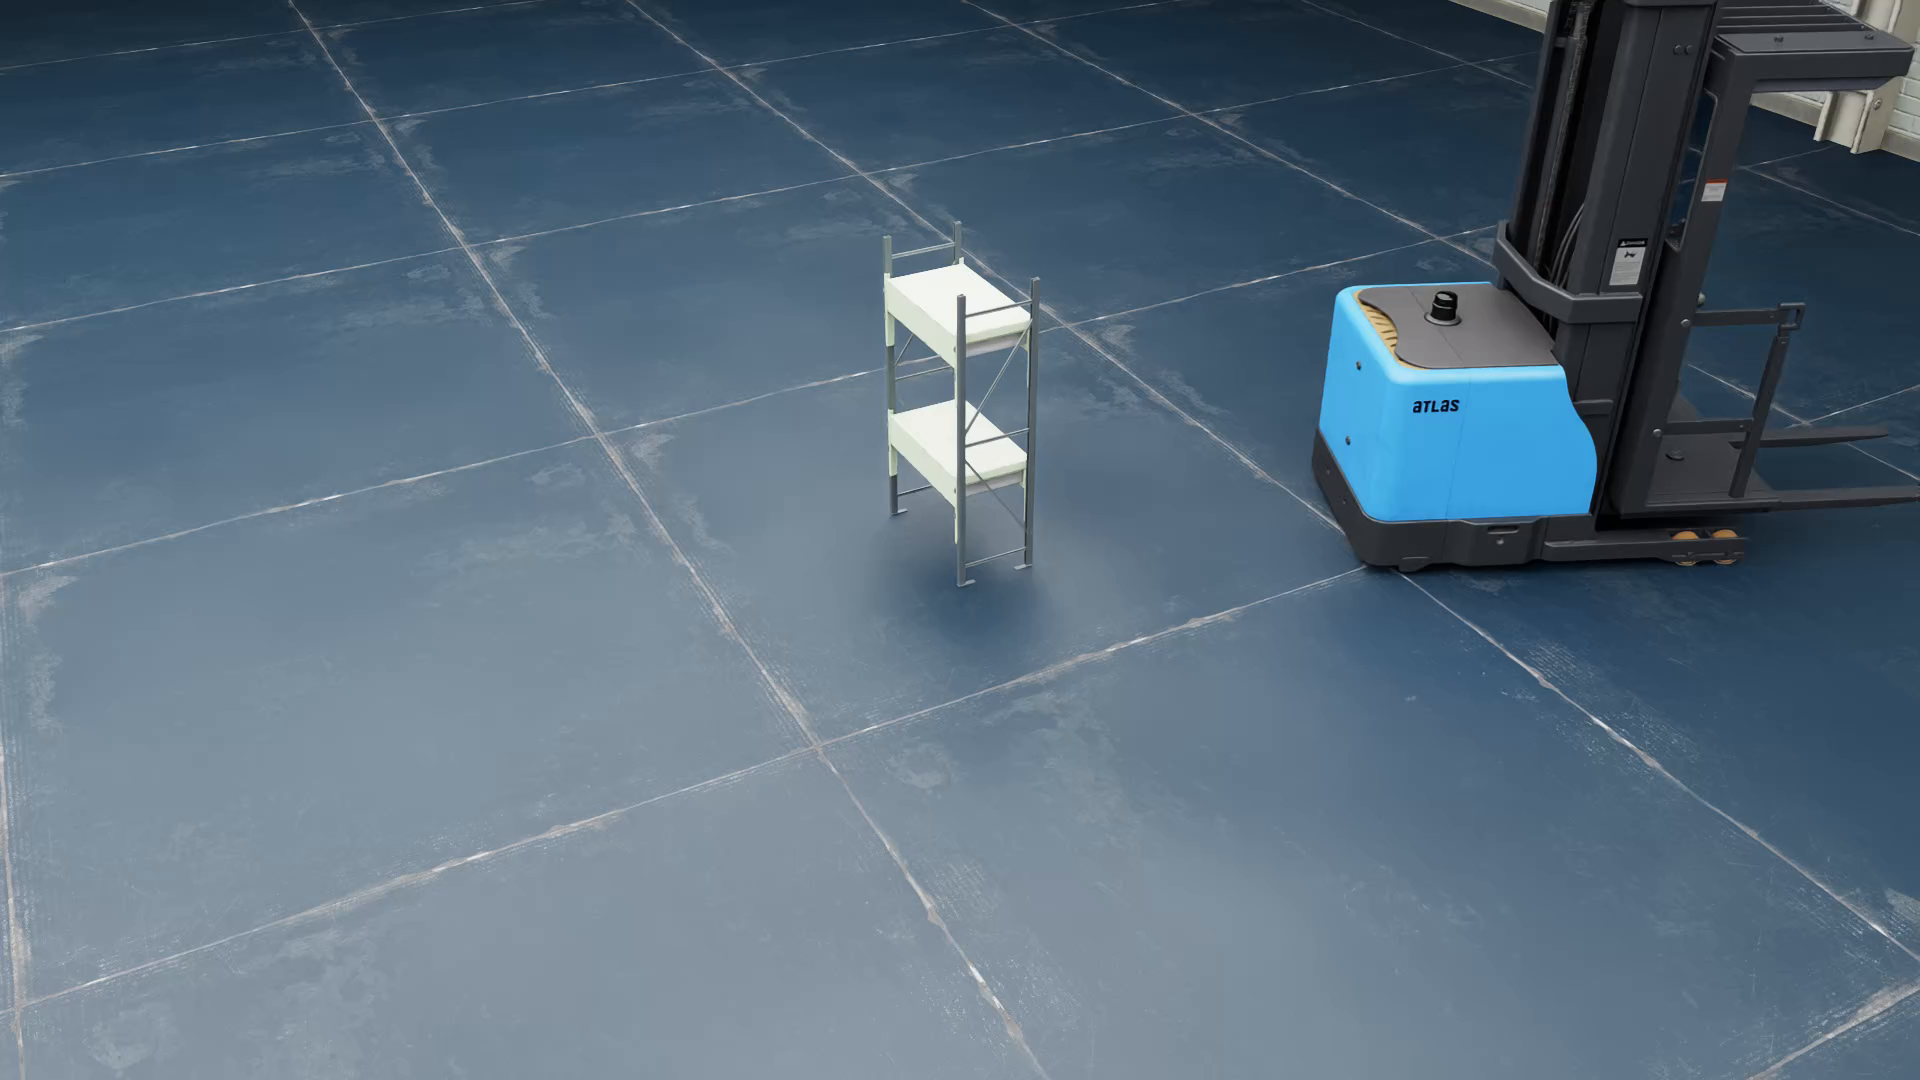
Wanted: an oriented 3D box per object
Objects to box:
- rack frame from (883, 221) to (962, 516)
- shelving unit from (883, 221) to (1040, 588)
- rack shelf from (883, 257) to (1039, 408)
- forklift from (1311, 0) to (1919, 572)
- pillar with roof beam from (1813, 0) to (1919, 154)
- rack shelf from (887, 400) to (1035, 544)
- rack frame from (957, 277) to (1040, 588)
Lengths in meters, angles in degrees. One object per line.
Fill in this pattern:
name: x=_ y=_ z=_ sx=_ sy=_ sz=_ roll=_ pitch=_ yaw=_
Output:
rack frame: x=-0.174 y=-0.809 z=8.123 sx=0.400 sy=1.500 sz=0.023 roll=-16 pitch=36 yaw=-23
shelving unit: x=-0.003 y=-0.635 z=7.850 sx=0.431 sy=1.500 sz=0.755 roll=-16 pitch=36 yaw=-23
rack shelf: x=-0.003 y=-0.963 z=7.640 sx=0.431 sy=0.370 sz=0.720 roll=-16 pitch=36 yaw=-23
forklift: x=3.385 y=-1.391 z=7.704 sx=3.031 sy=2.935 sz=1.130 roll=-2 pitch=33 yaw=-4
pillar with roof beam: x=3.206 y=-5.842 z=9.027 sx=9.100 sy=9.000 sz=0.400 roll=-16 pitch=36 yaw=-23
rack shelf: x=-0.003 y=-0.360 z=8.026 sx=0.431 sy=0.370 sz=0.720 roll=-16 pitch=36 yaw=-23
rack frame: x=0.168 y=-0.460 z=7.578 sx=0.400 sy=1.500 sz=0.023 roll=-16 pitch=36 yaw=-23
